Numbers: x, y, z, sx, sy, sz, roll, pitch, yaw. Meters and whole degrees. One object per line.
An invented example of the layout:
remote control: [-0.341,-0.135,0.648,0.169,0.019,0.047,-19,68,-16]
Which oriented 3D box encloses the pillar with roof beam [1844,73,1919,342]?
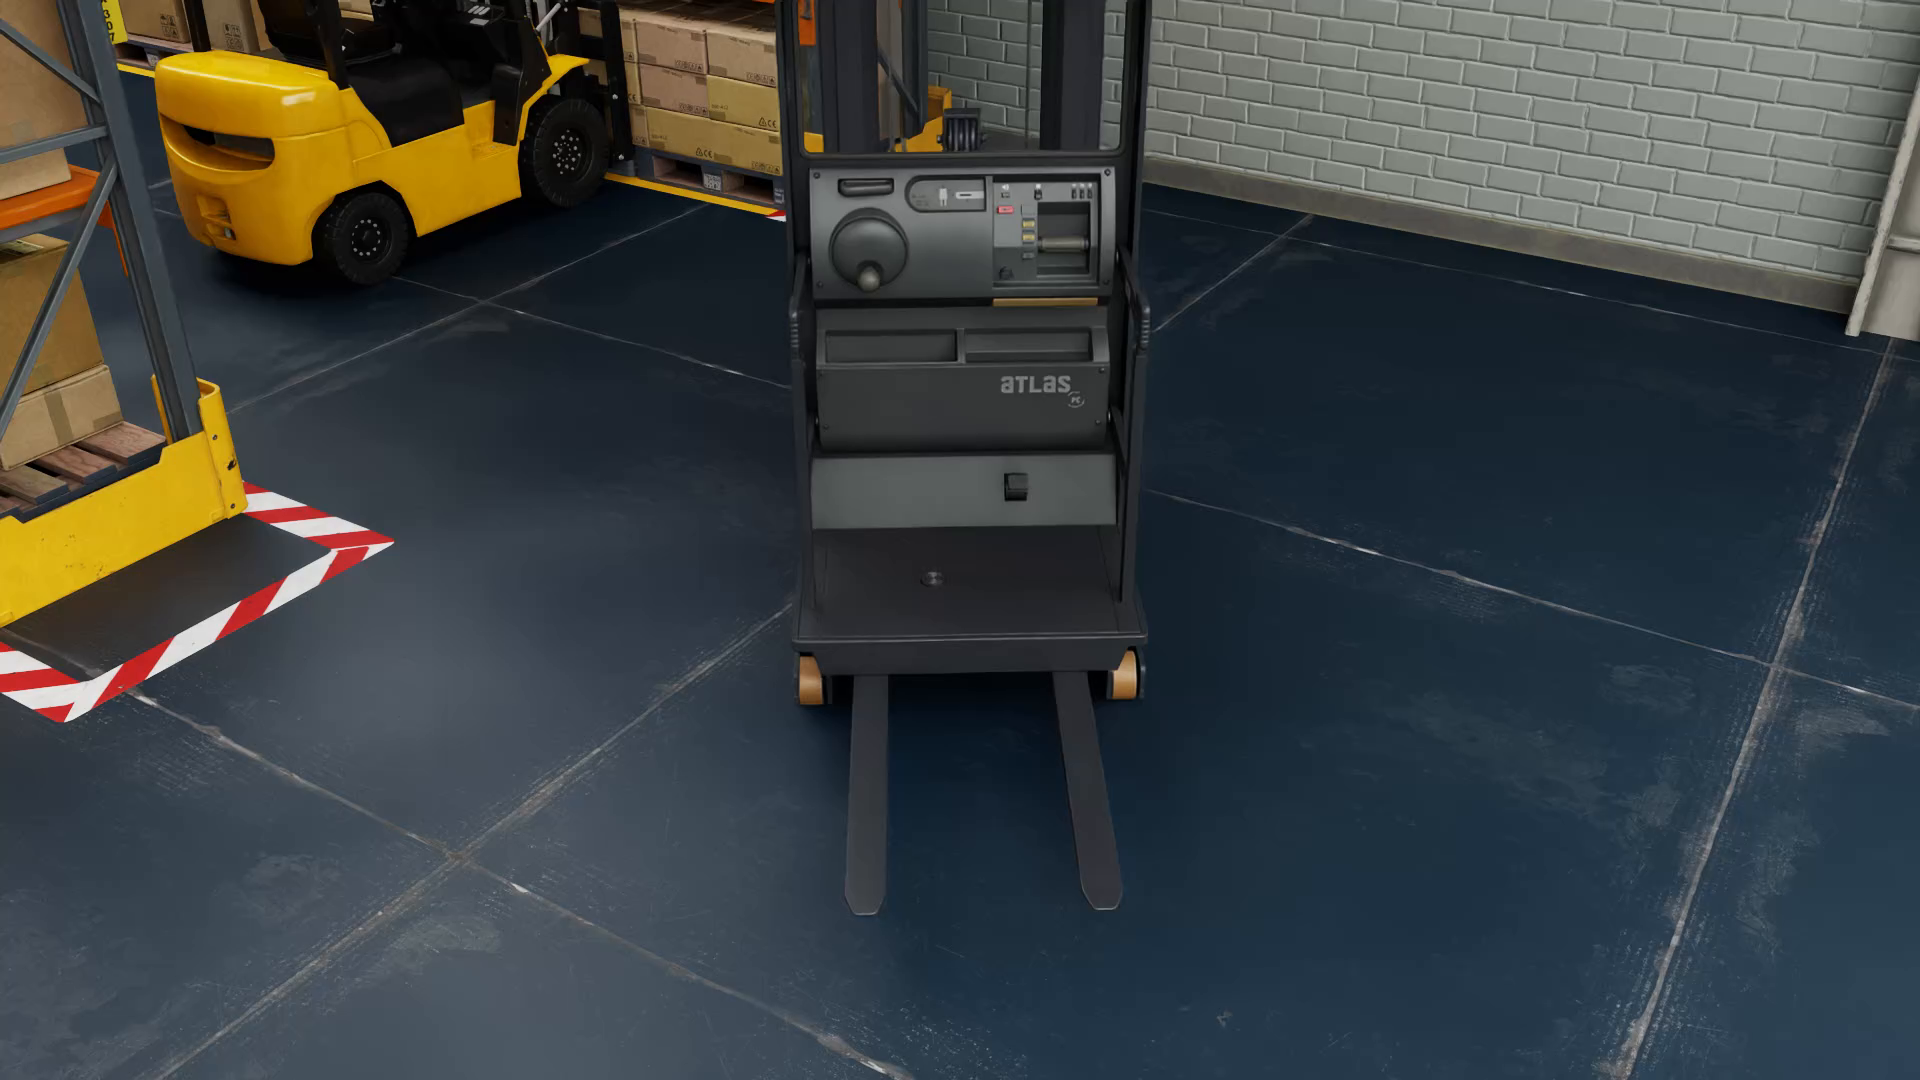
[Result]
pillar with roof beam: [2.180,-3.044,2.538,0.400,9.000,9.100,18,35,27]

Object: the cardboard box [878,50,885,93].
cardboard box: [-0.790,-2.751,9.804,0.500,0.250,0.500,18,35,28]

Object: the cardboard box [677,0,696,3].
cardboard box: [-1.652,-3.233,10.134,0.500,0.250,0.500,17,34,27]

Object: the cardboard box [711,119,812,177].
cardboard box: [-1.069,-2.311,9.547,0.500,0.250,0.500,18,35,28]

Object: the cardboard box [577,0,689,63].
cardboard box: [-1.927,-3.008,9.748,0.500,0.250,0.500,18,35,28]

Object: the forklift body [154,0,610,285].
forklift body: [-3.079,-2.689,8.725,1.214,2.155,2.313,18,35,27]

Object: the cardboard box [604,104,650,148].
cardboard box: [-1.904,-2.586,10.019,0.500,0.250,0.500,18,35,28]

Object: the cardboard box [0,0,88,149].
cardboard box: [-3.392,-1.624,5.663,0.500,0.500,0.500,17,34,27]

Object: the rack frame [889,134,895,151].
rack frame: [-0.343,-1.066,6.914,0.240,1.200,0.006,-9,18,-15]

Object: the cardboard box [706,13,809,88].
cardboard box: [-1.058,-2.742,9.294,0.500,0.250,0.500,19,35,29]

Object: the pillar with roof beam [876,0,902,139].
pillar with roof beam: [-2.902,-4.652,5.293,0.400,9.000,9.100,18,35,27]

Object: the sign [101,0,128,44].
sign: [-2.850,-1.813,5.521,0.005,0.325,0.100,18,35,27]

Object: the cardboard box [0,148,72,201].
cardboard box: [-3.316,-1.278,5.713,0.250,0.149,0.380,18,35,28]

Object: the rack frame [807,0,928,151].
rack frame: [-0.503,-3.327,8.975,0.127,3.000,1.000,18,35,27]

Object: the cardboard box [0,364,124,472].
cardboard box: [-3.675,-0.535,6.502,0.500,0.250,0.500,17,34,27]

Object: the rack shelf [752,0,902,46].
rack shelf: [-2.197,-3.552,10.075,4.000,0.370,1.077,18,35,27]

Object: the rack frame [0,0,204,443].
rack frame: [-3.138,-1.207,5.342,0.127,3.000,1.000,18,35,27]

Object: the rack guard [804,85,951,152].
rack guard: [-0.482,-2.240,9.594,0.348,0.500,1.175,18,35,27]

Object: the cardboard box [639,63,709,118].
cardboard box: [-1.500,-2.672,9.669,0.500,0.250,0.500,17,34,27]

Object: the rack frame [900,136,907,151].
rack frame: [-0.291,-1.016,6.746,0.240,1.200,0.006,-9,18,-15]

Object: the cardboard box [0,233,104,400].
cardboard box: [-3.695,-0.865,6.324,0.500,0.500,0.500,16,34,26]

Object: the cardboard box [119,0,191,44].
cardboard box: [-5.629,-4.100,12.242,0.625,0.625,0.875,16,34,25]

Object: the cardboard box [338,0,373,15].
cardboard box: [-3.648,-3.560,10.696,0.500,0.250,0.500,17,34,27]

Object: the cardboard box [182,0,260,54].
cardboard box: [-4.992,-3.900,11.898,0.625,0.625,0.875,17,34,27]

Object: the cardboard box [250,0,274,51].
cardboard box: [-4.338,-3.689,11.536,0.625,0.625,0.875,19,35,29]

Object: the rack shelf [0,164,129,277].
rack shelf: [-4.832,-1.432,6.442,4.000,0.370,1.077,18,35,27]

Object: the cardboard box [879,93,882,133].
cardboard box: [-0.815,-2.535,9.931,0.500,0.250,0.500,18,35,28]

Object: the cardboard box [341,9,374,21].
cardboard box: [-3.645,-3.346,10.825,0.500,0.250,0.500,17,34,27]

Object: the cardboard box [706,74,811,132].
cardboard box: [-1.081,-2.533,9.431,0.500,0.250,0.500,17,34,27]

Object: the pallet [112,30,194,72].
pallet: [-5.573,-3.701,12.384,1.213,0.211,1.003,18,35,27]

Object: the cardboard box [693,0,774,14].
cardboard box: [-1.234,-3.094,9.896,0.500,0.250,0.500,18,35,27]

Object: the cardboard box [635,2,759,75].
cardboard box: [-1.494,-2.877,9.524,0.500,0.250,0.500,18,35,28]

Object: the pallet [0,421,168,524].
pallet: [-3.872,-0.256,6.479,1.213,0.211,1.003,18,35,27]

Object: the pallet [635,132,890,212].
pallet: [-1.173,-2.309,9.999,1.213,0.211,1.003,18,35,27]

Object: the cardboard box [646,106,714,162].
cardboard box: [-1.485,-2.449,9.782,0.500,0.250,0.500,18,35,27]

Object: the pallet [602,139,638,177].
pallet: [-2.202,-2.636,10.559,1.213,0.211,1.003,18,35,27]

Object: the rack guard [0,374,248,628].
rack guard: [-3.203,-0.148,6.007,0.348,0.500,1.175,18,35,27]

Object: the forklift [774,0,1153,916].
forklift: [0.017,-0.897,4.879,1.130,2.935,3.031,-1,30,-2]

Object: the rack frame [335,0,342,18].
rack frame: [-3.891,-4.398,10.812,0.127,3.000,1.000,18,35,27]

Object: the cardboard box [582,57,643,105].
cardboard box: [-1.949,-2.801,9.891,0.500,0.250,0.500,17,34,26]

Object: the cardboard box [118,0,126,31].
cardboard box: [-6.200,-4.281,12.551,0.625,0.625,0.875,19,35,29]

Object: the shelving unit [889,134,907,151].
shelving unit: [-0.317,-1.041,6.830,0.258,1.200,0.189,-9,18,-15]

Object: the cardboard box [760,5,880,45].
cardboard box: [-0.809,-2.962,9.670,0.500,0.250,0.500,17,34,27]

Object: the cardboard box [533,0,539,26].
cardboard box: [-2.352,-3.147,9.987,0.500,0.250,0.500,17,34,26]
